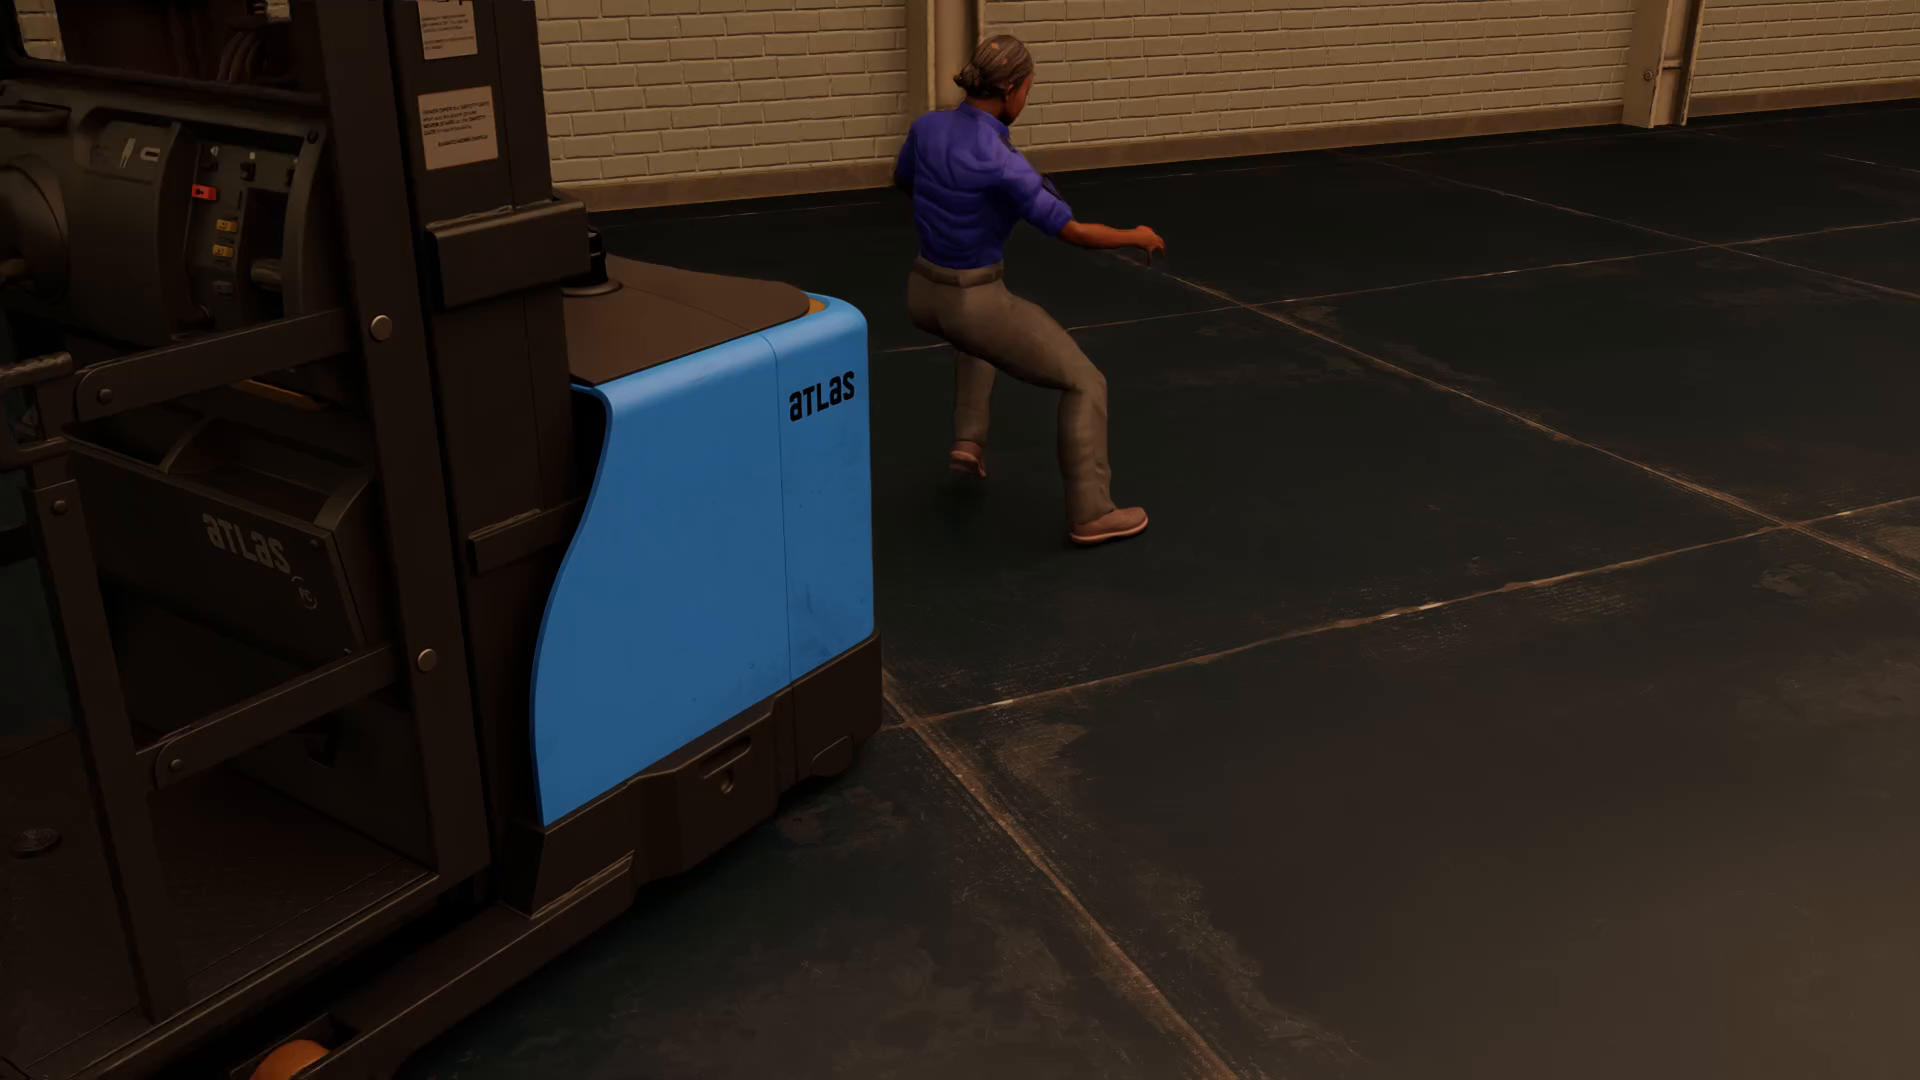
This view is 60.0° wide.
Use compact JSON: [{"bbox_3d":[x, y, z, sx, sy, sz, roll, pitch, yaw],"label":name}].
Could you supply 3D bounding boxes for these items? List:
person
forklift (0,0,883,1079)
[{"bbox_3d":[0.189,-0.792,5.086,0.686,1.475,0.860,-18,29,-37],"label":"person"},{"bbox_3d":[-1.437,-0.511,2.517,1.130,2.935,3.031,15,27,32],"label":"forklift"}]
